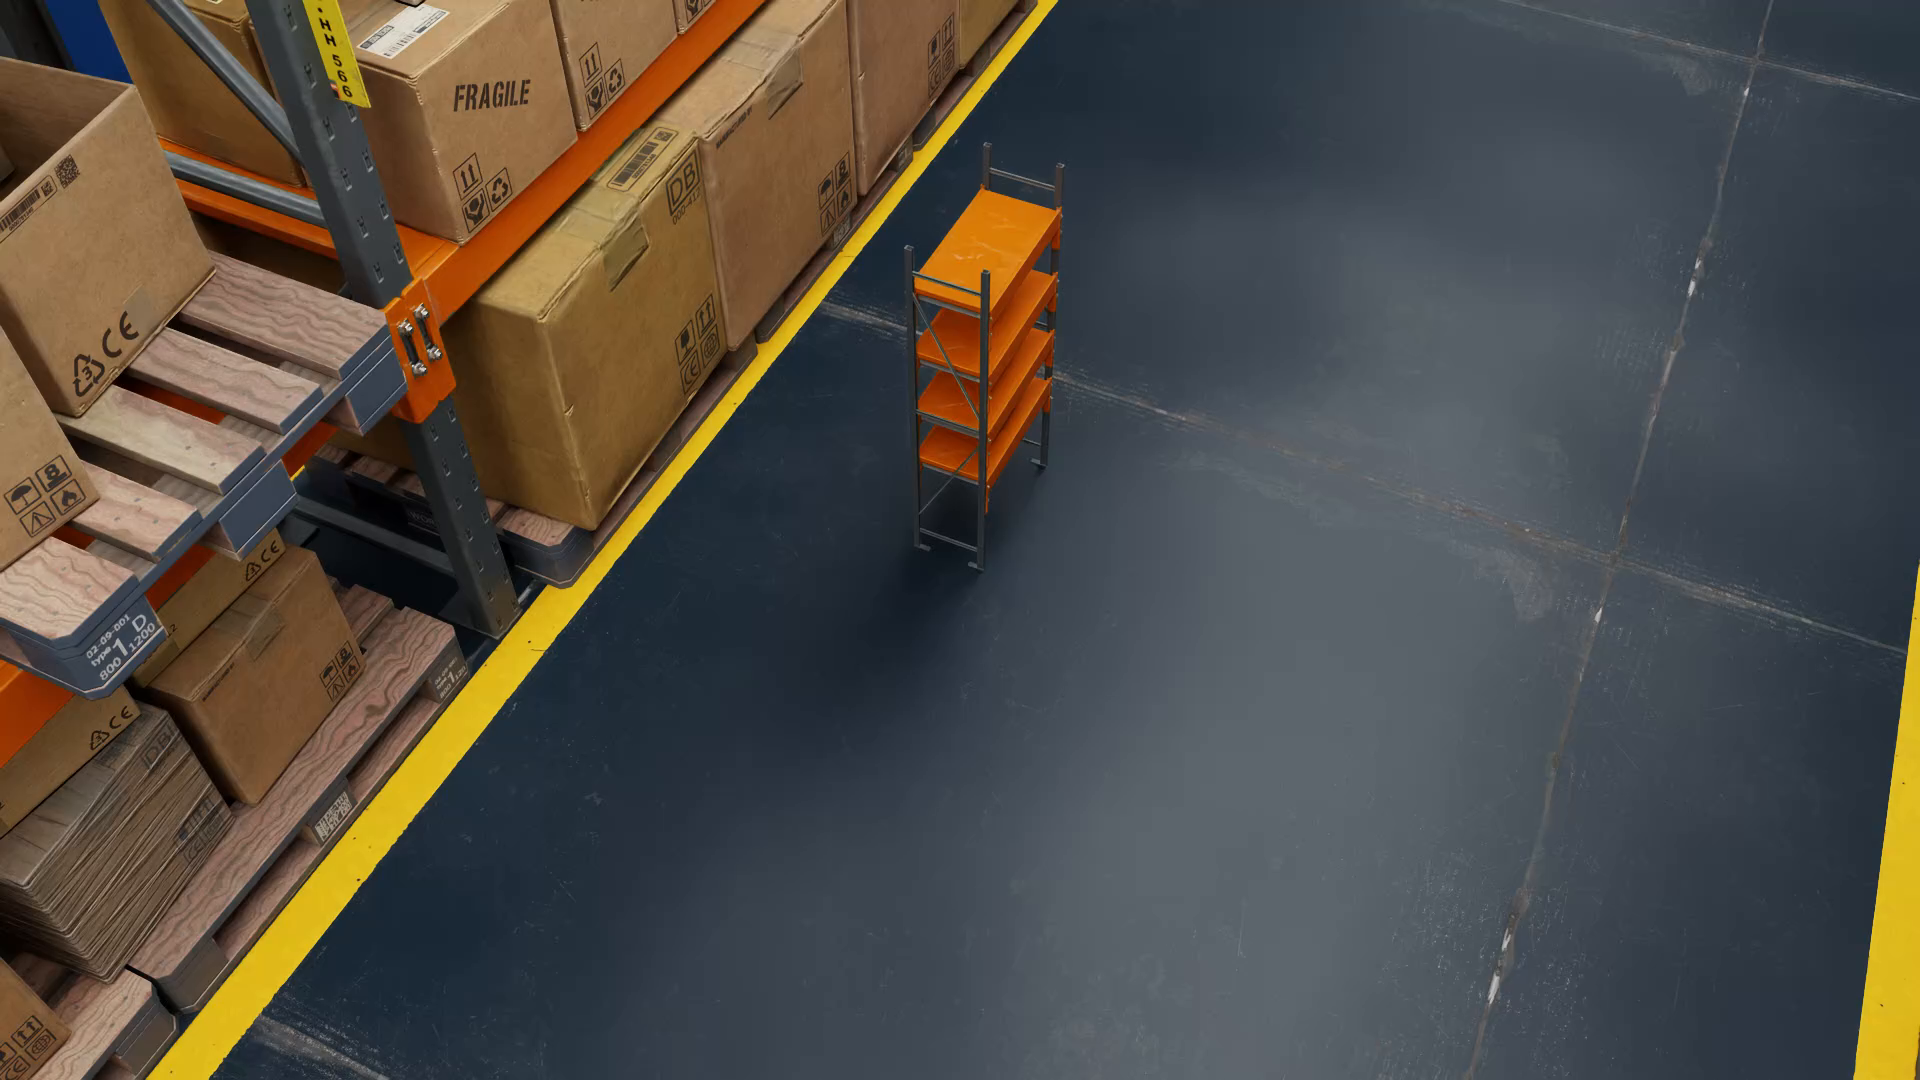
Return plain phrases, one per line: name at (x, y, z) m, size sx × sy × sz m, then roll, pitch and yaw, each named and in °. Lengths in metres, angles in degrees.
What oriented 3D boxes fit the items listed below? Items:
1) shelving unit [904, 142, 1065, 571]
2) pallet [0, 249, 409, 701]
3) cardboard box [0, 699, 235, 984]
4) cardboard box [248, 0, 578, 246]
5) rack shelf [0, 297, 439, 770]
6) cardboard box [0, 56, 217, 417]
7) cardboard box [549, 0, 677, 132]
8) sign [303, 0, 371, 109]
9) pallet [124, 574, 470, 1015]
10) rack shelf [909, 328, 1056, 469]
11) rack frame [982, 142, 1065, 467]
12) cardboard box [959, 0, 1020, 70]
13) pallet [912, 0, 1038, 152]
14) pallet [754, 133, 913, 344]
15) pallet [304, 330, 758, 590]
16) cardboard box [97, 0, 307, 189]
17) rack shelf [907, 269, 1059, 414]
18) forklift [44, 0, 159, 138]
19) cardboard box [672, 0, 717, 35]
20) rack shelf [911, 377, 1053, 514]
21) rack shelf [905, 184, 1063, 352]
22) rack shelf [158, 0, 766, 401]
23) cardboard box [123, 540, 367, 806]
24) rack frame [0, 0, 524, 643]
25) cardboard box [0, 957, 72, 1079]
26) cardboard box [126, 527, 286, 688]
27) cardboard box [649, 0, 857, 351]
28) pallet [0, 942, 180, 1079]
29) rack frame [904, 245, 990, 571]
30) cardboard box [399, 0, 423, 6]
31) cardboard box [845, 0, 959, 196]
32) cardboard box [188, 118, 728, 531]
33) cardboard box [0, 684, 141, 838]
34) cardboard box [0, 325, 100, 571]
shelving unit at (0.071, -0.503, 4.890) m, size 0.258 × 1.200 × 0.503 m, roll 20°, pitch 52°, yaw 16°
pallet at (-2.015, -0.283, 3.647) m, size 1.213 × 0.211 × 1.003 m, roll 20°, pitch 52°, yaw 16°
cardboard box at (-2.301, 0.651, 4.079) m, size 0.700 × 0.500 × 0.500 m, roll 16°, pitch 51°, yaw 13°
cardboard box at (-1.354, -1.149, 4.192) m, size 0.500 × 0.500 × 0.500 m, roll 21°, pitch 53°, yaw 17°
rack shelf at (-2.662, 0.740, 3.123) m, size 1.077 × 0.370 × 4.000 m, roll 20°, pitch 52°, yaw 16°
cardboard box at (-2.002, -0.654, 3.495) m, size 0.500 × 0.500 × 0.500 m, roll 14°, pitch 51°, yaw 12°
cardboard box at (-1.135, -1.505, 4.495) m, size 0.500 × 0.500 × 0.500 m, roll 19°, pitch 52°, yaw 15°
sign at (-1.313, -1.050, 3.465) m, size 0.100 × 0.325 × 0.005 m, roll 20°, pitch 52°, yaw 16°
pallet at (-2.142, 0.571, 4.625) m, size 1.003 × 0.211 × 1.213 m, roll 20°, pitch 52°, yaw 16°
rack shelf at (0.071, -0.459, 4.941) m, size 0.258 × 0.148 × 0.480 m, roll 20°, pitch 52°, yaw 16°
rack frame at (0.175, -0.671, 5.033) m, size 0.240 × 1.200 × 0.015 m, roll 20°, pitch 52°, yaw 16°
cardboard box at (-0.354, -2.625, 6.633) m, size 1.225 × 0.875 × 0.875 m, roll 20°, pitch 52°, yaw 16°
pallet at (-0.360, -2.165, 6.954) m, size 1.003 × 0.211 × 1.213 m, roll 20°, pitch 52°, yaw 16°
pallet at (-0.880, -1.322, 6.236) m, size 1.003 × 0.211 × 1.213 m, roll 20°, pitch 52°, yaw 16°
pallet at (-1.402, -0.485, 5.524) m, size 1.003 × 0.211 × 1.213 m, roll 20°, pitch 52°, yaw 16°
cardboard box at (-1.820, -1.323, 4.340) m, size 0.500 × 0.500 × 0.500 m, roll 21°, pitch 53°, yaw 17°
rack shelf at (0.071, -0.604, 4.771) m, size 0.258 × 0.148 × 0.480 m, roll 20°, pitch 52°, yaw 16°
forklift at (-4.189, -1.943, 4.979) m, size 1.130 × 2.935 × 3.031 m, roll 33°, pitch 57°, yaw 25°
cardboard box at (-0.920, -1.858, 4.796) m, size 0.500 × 0.500 × 0.500 m, roll 19°, pitch 52°, yaw 15°
rack shelf at (0.071, -0.331, 5.092) m, size 0.258 × 0.148 × 0.480 m, roll 20°, pitch 52°, yaw 16°
rack shelf at (0.071, -0.757, 4.591) m, size 0.258 × 0.148 × 0.480 m, roll 20°, pitch 52°, yaw 16°
rack shelf at (-0.953, -2.014, 5.467) m, size 1.077 × 0.370 × 4.000 m, roll 20°, pitch 52°, yaw 16°
cardboard box at (-2.075, 0.265, 4.407) m, size 0.700 × 0.500 × 0.500 m, roll 17°, pitch 52°, yaw 14°
rack frame at (-1.807, -0.870, 4.021) m, size 1.000 × 3.000 × 0.127 m, roll 20°, pitch 52°, yaw 16°
cardboard box at (-2.537, 1.044, 3.745) m, size 0.700 × 0.500 × 0.500 m, roll 24°, pitch 54°, yaw 19°
cardboard box at (-2.066, 0.026, 4.119) m, size 0.500 × 0.250 × 0.500 m, roll 22°, pitch 53°, yaw 18°
cardboard box at (-1.106, -1.397, 5.589) m, size 1.225 × 0.875 × 0.875 m, roll 20°, pitch 52°, yaw 16°
pallet at (-2.665, 1.408, 3.913) m, size 1.003 × 0.211 × 1.213 m, roll 20°, pitch 52°, yaw 16°
rack frame at (-0.034, -0.335, 4.747) m, size 0.240 × 1.200 × 0.015 m, roll 20°, pitch 52°, yaw 16°
cardboard box at (-1.480, -1.726, 4.025) m, size 0.797 × 0.503 × 0.637 m, roll 21°, pitch 53°, yaw 17°
cardboard box at (-0.735, -2.009, 6.109) m, size 1.225 × 0.875 × 0.875 m, roll 18°, pitch 52°, yaw 15°
cardboard box at (-1.494, -0.786, 5.069) m, size 1.225 × 0.875 × 0.875 m, roll 18°, pitch 52°, yaw 14°
cardboard box at (-2.284, 0.394, 3.805) m, size 0.500 × 0.250 × 0.500 m, roll 25°, pitch 54°, yaw 20°
cardboard box at (-2.150, -0.237, 3.141) m, size 0.700 × 0.500 × 0.500 m, roll 27°, pitch 55°, yaw 21°
